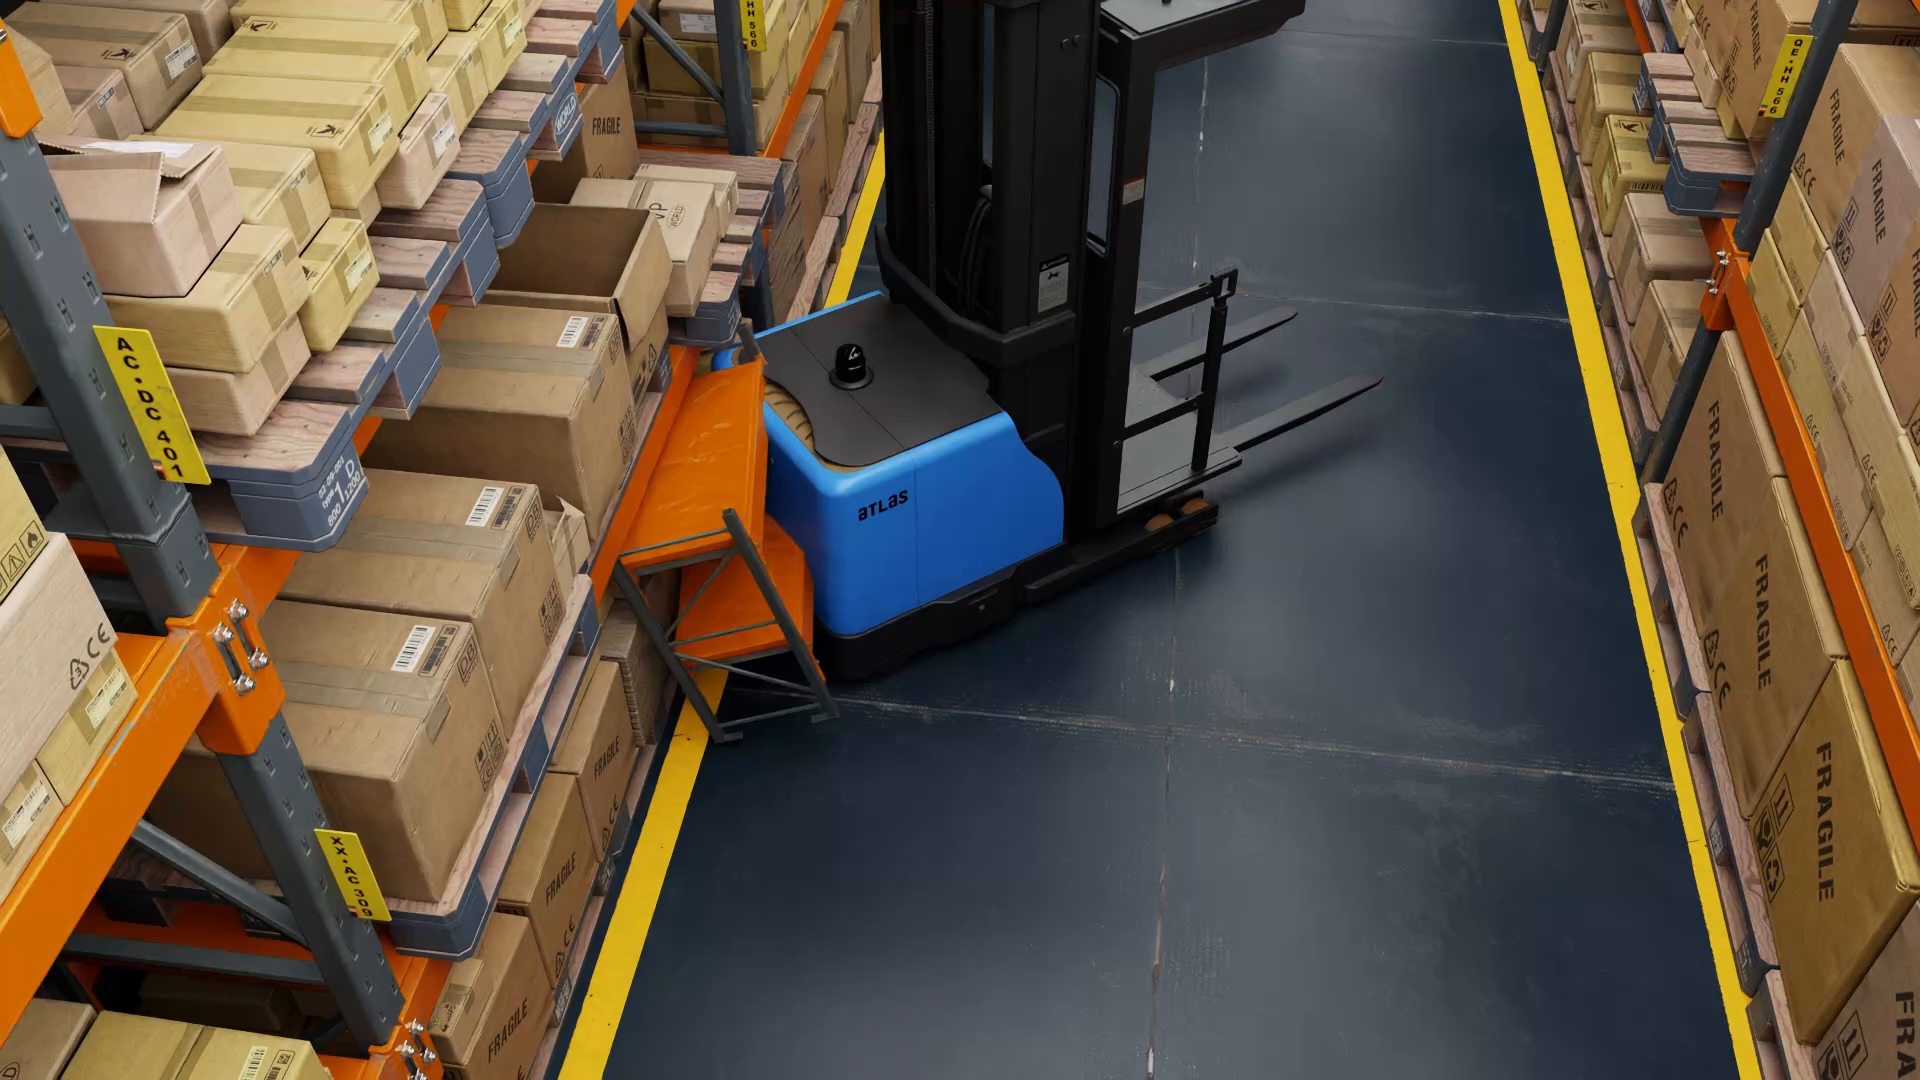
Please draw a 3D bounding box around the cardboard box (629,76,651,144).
[{"bbox_3d":[-1.547,-1.988,7.299,0.500,0.250,0.500,4,44,5],"label":"cardboard box"}]

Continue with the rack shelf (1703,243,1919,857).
[{"bbox_3d":[3.303,0.360,5.233,1.077,0.370,4.000,5,44,6],"label":"rack shelf"}]

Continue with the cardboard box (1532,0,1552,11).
[{"bbox_3d":[3.908,-3.571,10.557,0.500,0.250,0.500,7,44,7],"label":"cardboard box"}]

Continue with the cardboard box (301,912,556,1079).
[{"bbox_3d":[-1.595,1.459,5.062,0.500,0.500,0.500,7,44,7],"label":"cardboard box"}]

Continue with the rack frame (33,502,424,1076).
[{"bbox_3d":[-1.882,1.014,4.020,1.000,3.000,0.127,5,44,6],"label":"rack frame"}]

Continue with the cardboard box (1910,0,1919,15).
[{"bbox_3d":[3.857,-1.846,6.446,0.500,0.500,0.500,4,44,4],"label":"cardboard box"}]

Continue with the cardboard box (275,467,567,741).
[{"bbox_3d":[-1.527,0.162,4.541,0.700,0.500,0.500,6,44,6],"label":"cardboard box"}]

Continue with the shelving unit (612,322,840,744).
[{"bbox_3d":[-0.871,-0.020,6.340,0.538,1.125,1.048,-13,44,9],"label":"shelving unit"}]

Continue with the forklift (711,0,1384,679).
[{"bbox_3d":[0.526,-1.296,6.509,3.031,2.935,1.130,-24,48,-23],"label":"forklift"}]

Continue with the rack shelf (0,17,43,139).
[{"bbox_3d":[-1.617,-2.121,3.782,1.077,0.370,4.000,5,44,6],"label":"rack shelf"}]

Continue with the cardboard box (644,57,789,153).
[{"bbox_3d":[-1.052,-1.938,7.247,0.500,0.250,0.500,5,44,6],"label":"cardboard box"}]

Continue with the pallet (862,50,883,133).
[{"bbox_3d":[-0.883,-2.920,10.203,1.003,0.211,1.213,5,44,6],"label":"pallet"}]

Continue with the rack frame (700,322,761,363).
[{"bbox_3d":[-0.895,-0.377,6.701,0.500,1.125,0.032,-13,44,9],"label":"rack frame"}]

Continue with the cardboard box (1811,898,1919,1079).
[{"bbox_3d":[3.042,1.651,4.586,0.875,0.875,0.875,6,44,7],"label":"cardboard box"}]

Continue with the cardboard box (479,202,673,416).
[{"bbox_3d":[-1.385,-0.773,5.527,0.797,0.503,0.637,4,44,5],"label":"cardboard box"}]

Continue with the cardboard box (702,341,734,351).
[{"bbox_3d":[-1.167,-0.833,7.011,0.380,0.149,0.250,3,44,3],"label":"cardboard box"}]

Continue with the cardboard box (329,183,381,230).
[{"bbox_3d":[-1.443,-0.696,3.448,0.380,0.149,0.250,6,44,6],"label":"cardboard box"}]

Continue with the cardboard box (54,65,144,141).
[{"bbox_3d":[-1.921,-0.845,3.389,0.380,0.149,0.250,4,44,5],"label":"cardboard box"}]

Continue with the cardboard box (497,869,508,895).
[{"bbox_3d":[-1.588,0.941,5.137,0.380,0.149,0.250,3,44,3],"label":"cardboard box"}]

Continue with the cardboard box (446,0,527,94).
[{"bbox_3d":[-1.273,-1.209,3.991,0.380,0.149,0.250,6,44,7],"label":"cardboard box"}]

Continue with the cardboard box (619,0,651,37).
[{"bbox_3d":[-1.510,-2.224,6.895,0.380,0.149,0.250,7,44,7],"label":"cardboard box"}]

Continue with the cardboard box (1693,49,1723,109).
[{"bbox_3d":[3.331,-1.935,7.011,0.380,0.149,0.250,5,44,5],"label":"cardboard box"}]

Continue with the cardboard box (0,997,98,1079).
[{"bbox_3d":[-2.215,1.273,3.639,0.500,0.250,0.500,5,44,5],"label":"cardboard box"}]

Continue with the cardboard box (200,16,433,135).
[{"bbox_3d":[-1.359,-0.980,3.532,0.380,0.149,0.250,5,44,5],"label":"cardboard box"}]

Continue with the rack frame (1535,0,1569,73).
[{"bbox_3d":[4.097,-3.990,9.304,1.000,3.000,0.127,5,44,6],"label":"rack frame"}]

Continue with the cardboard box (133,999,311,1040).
[{"bbox_3d":[-2.110,1.407,5.117,0.500,0.500,0.500,5,44,5],"label":"cardboard box"}]

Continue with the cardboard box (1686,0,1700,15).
[{"bbox_3d":[3.475,-2.593,7.235,0.500,0.500,0.500,3,43,3],"label":"cardboard box"}]

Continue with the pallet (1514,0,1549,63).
[{"bbox_3d":[4.150,-3.438,10.750,1.003,0.211,1.213,5,44,6],"label":"pallet"}]

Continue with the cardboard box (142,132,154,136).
[{"bbox_3d":[-1.877,-0.739,3.494,0.380,0.149,0.250,4,44,4],"label":"cardboard box"}]

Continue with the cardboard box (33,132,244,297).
[{"bbox_3d":[-1.496,-0.605,2.835,0.396,0.266,0.258,5,44,5],"label":"cardboard box"}]

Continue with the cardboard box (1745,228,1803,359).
[{"bbox_3d":[3.254,-0.899,6.149,0.500,0.250,0.500,5,44,5],"label":"cardboard box"}]

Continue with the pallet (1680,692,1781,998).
[{"bbox_3d":[3.225,1.108,5.948,1.003,0.211,1.213,5,44,6],"label":"pallet"}]

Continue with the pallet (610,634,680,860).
[{"bbox_3d":[-1.653,0.635,6.449,1.003,0.211,1.213,5,44,6],"label":"pallet"}]

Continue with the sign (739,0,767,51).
[{"bbox_3d":[-0.814,-2.061,6.483,0.100,0.325,0.005,5,44,6],"label":"sign"}]

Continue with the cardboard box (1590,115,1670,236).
[{"bbox_3d":[3.848,-1.866,8.667,0.950,0.372,0.625,7,44,7],"label":"cardboard box"}]

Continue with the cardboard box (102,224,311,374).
[{"bbox_3d":[-1.407,-0.445,2.967,0.380,0.149,0.250,6,44,7],"label":"cardboard box"}]

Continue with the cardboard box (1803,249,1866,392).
[{"bbox_3d":[3.187,-0.716,5.592,0.500,0.250,0.500,6,44,7],"label":"cardboard box"}]

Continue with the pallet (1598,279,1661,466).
[{"bbox_3d":[3.673,-0.784,7.946,1.003,0.211,1.213,5,44,6],"label":"pallet"}]

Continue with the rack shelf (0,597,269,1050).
[{"bbox_3d":[-2.146,1.549,1.797,1.077,0.370,4.000,5,44,6],"label":"rack shelf"}]

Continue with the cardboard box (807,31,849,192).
[{"bbox_3d":[-1.089,-2.331,8.975,0.875,0.625,0.625,4,44,4],"label":"cardboard box"}]

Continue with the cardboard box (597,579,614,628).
[{"bbox_3d":[-1.453,0.231,5.888,0.380,0.149,0.250,5,44,6],"label":"cardboard box"}]

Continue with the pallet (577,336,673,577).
[{"bbox_3d":[-1.605,-0.317,5.565,1.003,0.211,1.213,5,44,6],"label":"pallet"}]

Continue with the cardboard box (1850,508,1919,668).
[{"bbox_3d":[3.066,0.146,5.045,0.500,0.250,0.500,5,44,6],"label":"cardboard box"}]

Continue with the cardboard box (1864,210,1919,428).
[{"bbox_3d":[3.121,-0.659,4.987,0.500,0.500,0.500,6,44,7],"label":"cardboard box"}]

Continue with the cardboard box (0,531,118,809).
[{"bbox_3d":[-1.697,0.222,2.567,0.500,0.250,0.500,5,44,6],"label":"cardboard box"}]

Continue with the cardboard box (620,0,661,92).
[{"bbox_3d":[-1.569,-2.171,7.129,0.500,0.250,0.500,6,44,6],"label":"cardboard box"}]

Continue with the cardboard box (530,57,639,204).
[{"bbox_3d":[-1.576,-1.565,6.365,0.500,0.500,0.500,7,44,7],"label":"cardboard box"}]

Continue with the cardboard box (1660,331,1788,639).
[{"bbox_3d":[3.394,-0.182,6.522,0.875,0.875,0.875,5,44,5],"label":"cardboard box"}]

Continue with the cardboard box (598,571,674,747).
[{"bbox_3d":[-1.389,0.403,6.177,0.500,0.500,0.500,4,44,4],"label":"cardboard box"}]
